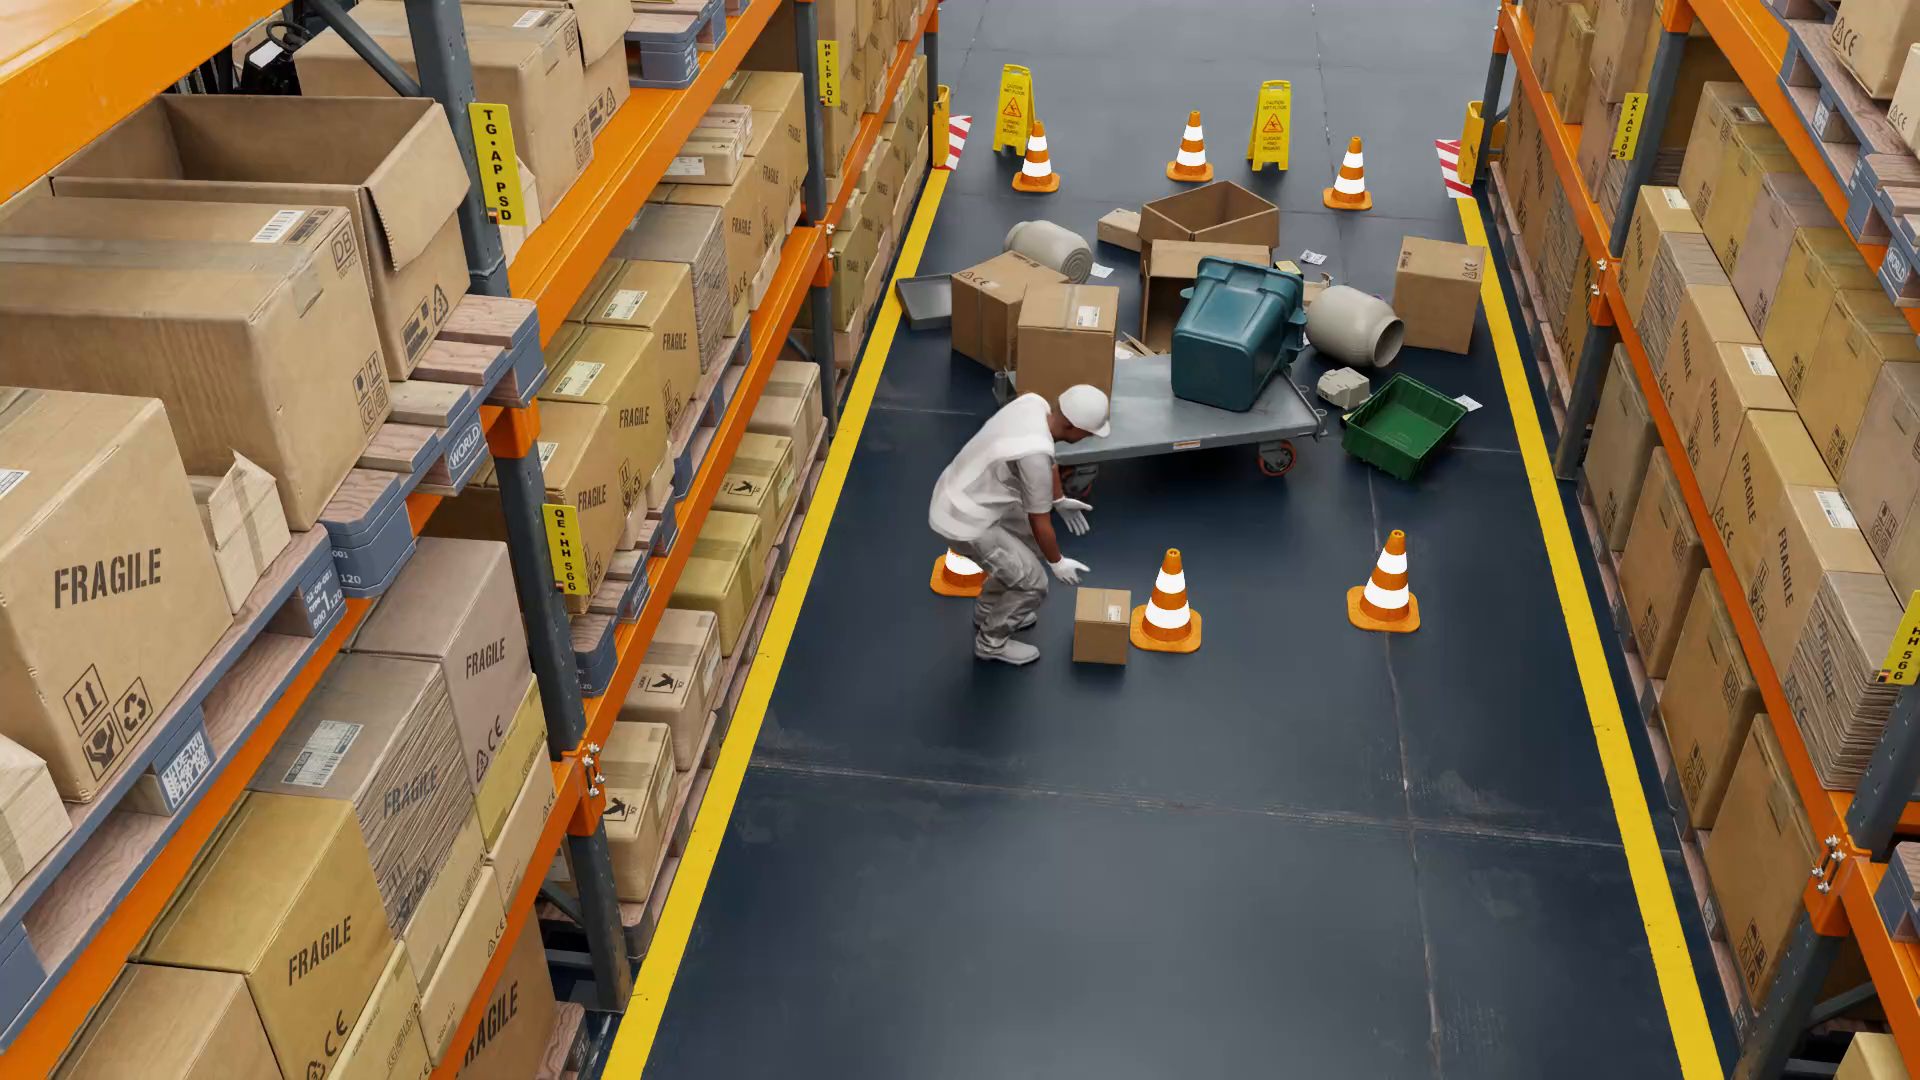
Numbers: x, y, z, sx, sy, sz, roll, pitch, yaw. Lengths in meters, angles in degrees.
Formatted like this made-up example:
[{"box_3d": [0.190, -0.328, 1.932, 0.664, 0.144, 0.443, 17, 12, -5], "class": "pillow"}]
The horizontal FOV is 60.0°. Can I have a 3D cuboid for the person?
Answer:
[{"box_3d": [0.258, -0.112, 7.525, 0.789, 1.380, 0.613, 4, 36, 5], "class": "person"}]
